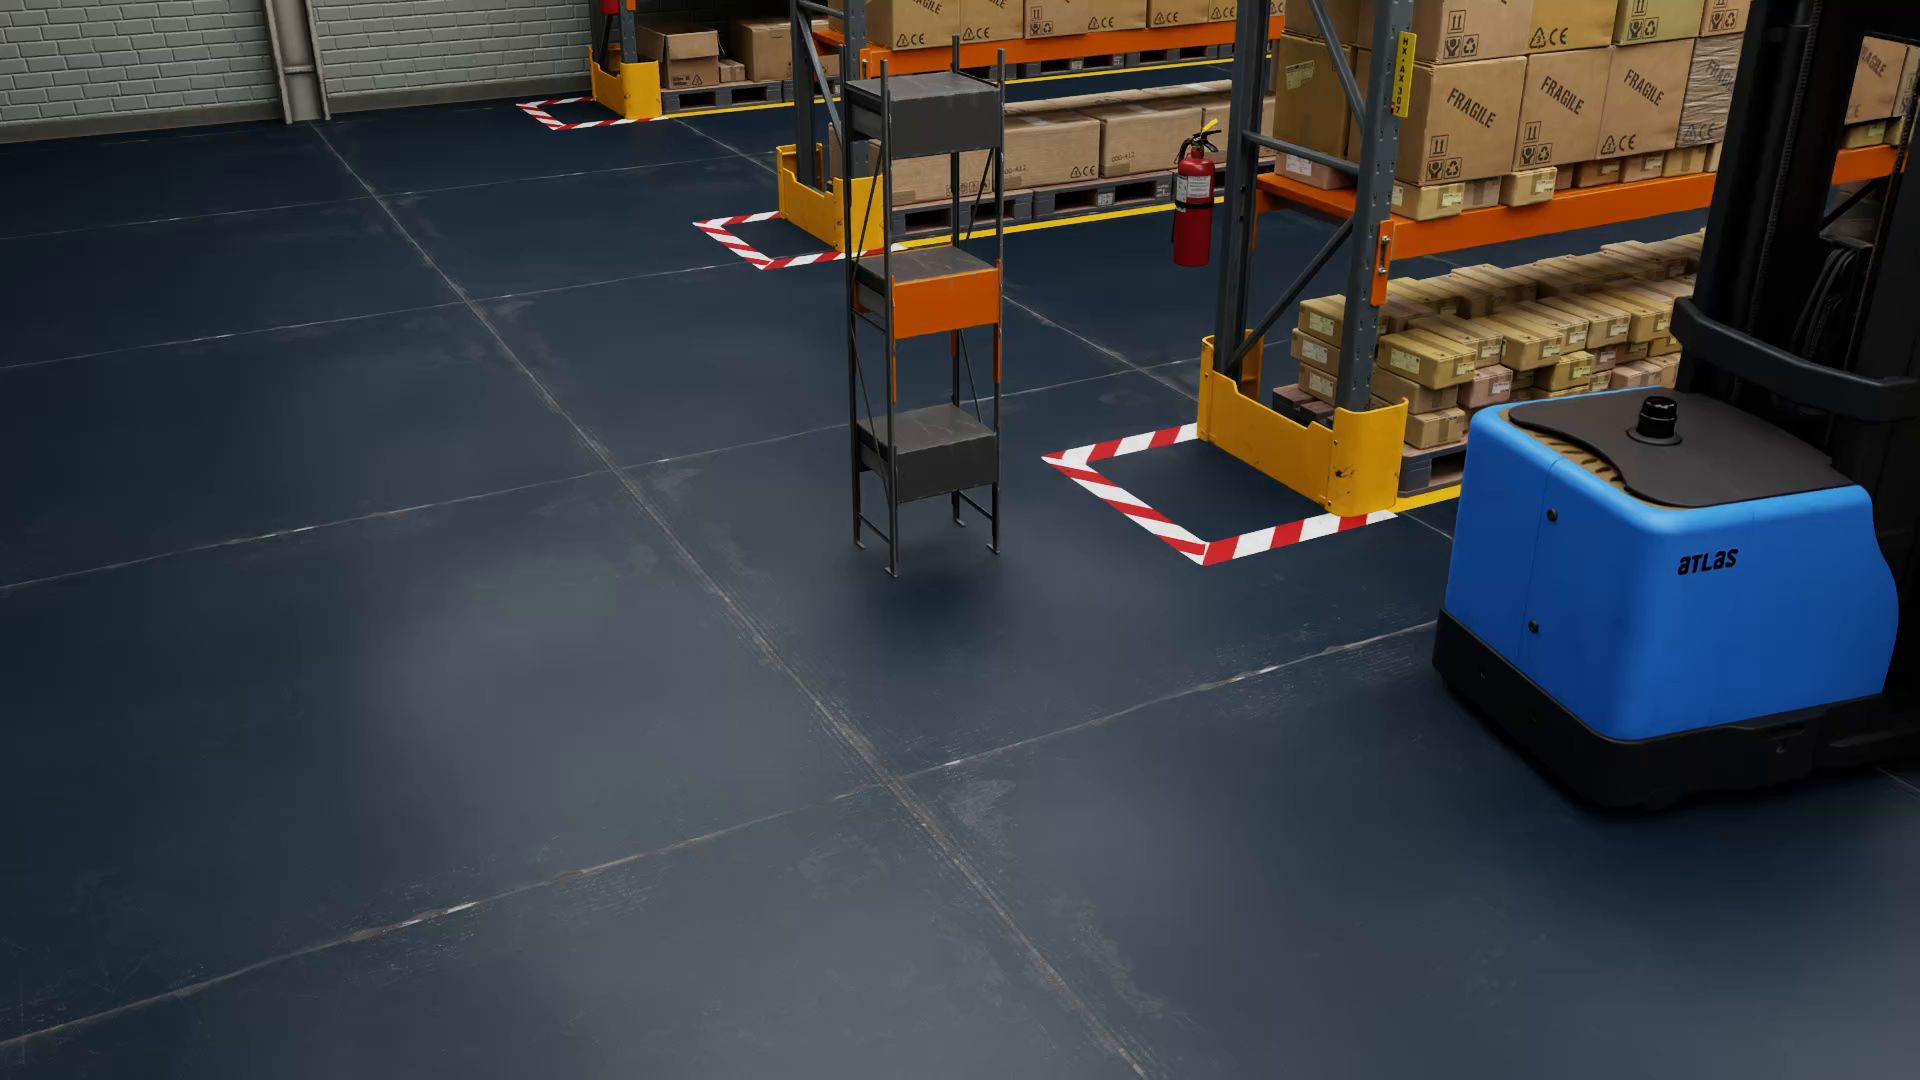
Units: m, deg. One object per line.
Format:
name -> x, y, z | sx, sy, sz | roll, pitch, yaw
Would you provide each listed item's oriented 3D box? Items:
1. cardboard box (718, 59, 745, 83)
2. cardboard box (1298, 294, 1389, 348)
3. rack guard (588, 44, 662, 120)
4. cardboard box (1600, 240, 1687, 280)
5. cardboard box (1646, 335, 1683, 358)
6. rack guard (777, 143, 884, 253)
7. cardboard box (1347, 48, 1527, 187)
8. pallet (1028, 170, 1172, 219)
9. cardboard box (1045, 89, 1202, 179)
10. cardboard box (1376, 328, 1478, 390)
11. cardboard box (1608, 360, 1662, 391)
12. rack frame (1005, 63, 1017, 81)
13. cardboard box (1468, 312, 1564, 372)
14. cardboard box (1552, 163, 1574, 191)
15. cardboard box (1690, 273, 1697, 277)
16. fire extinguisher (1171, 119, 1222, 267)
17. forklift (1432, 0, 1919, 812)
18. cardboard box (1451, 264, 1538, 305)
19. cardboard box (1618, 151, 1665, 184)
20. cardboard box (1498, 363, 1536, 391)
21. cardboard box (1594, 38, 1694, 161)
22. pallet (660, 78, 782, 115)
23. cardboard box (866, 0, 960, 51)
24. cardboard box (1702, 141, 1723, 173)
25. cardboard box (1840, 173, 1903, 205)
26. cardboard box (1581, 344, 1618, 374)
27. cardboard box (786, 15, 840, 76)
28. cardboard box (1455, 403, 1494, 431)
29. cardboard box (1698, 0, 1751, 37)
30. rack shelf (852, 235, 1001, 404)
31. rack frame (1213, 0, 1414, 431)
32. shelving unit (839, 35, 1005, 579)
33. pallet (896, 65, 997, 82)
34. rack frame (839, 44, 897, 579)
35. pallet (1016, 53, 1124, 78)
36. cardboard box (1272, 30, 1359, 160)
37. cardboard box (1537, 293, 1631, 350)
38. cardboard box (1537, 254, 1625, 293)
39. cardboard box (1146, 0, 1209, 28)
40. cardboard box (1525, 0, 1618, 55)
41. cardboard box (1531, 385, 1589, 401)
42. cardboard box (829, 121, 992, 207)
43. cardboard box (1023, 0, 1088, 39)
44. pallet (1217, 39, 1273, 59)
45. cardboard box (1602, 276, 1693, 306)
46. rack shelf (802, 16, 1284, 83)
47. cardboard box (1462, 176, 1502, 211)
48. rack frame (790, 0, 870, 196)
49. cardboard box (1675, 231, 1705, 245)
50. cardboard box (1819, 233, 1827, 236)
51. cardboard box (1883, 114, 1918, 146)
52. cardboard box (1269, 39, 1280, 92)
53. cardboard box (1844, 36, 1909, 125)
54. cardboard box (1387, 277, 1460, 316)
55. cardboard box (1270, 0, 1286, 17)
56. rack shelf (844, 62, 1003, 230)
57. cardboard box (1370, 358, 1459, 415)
cardboard box -> -2.258, -4.514, 15.994 | 0.250, 0.149, 0.380 | -14, 29, -27
cardboard box -> 1.869, -1.062, 8.117 | 0.250, 0.149, 0.380 | -13, 28, -25
rack guard -> -3.169, -4.338, 15.708 | 0.348, 0.500, 1.175 | -13, 29, -25
cardboard box -> 3.696, -1.495, 9.019 | 0.250, 0.149, 0.380 | -12, 28, -24
cardboard box -> 3.477, -1.073, 8.484 | 0.250, 0.149, 0.380 | -12, 28, -23
rack guard -> -0.918, -2.423, 11.719 | 0.348, 0.500, 1.175 | -13, 29, -25
cardboard box -> 2.048, -1.850, 7.178 | 0.500, 0.500, 0.500 | -12, 28, -23
pallet -> 0.847, -2.737, 12.707 | 1.213, 0.211, 1.003 | -13, 29, -25
cardboard box -> 1.238, -3.134, 12.787 | 0.875, 0.438, 0.875 | -14, 29, -27
cardboard box -> 2.144, -0.834, 7.643 | 0.250, 0.149, 0.380 | -14, 29, -27
cardboard box -> 3.261, -0.827, 8.316 | 0.250, 0.149, 0.380 | -15, 29, -28
rack frame -> 0.294, -6.264, 16.832 | 0.127, 3.000, 1.000 | -13, 29, -25
cardboard box -> 2.613, -0.939, 7.861 | 0.250, 0.149, 0.380 | -13, 29, -25
cardboard box -> 2.594, -1.720, 7.656 | 0.250, 0.149, 0.380 | -12, 28, -23
cardboard box -> 3.975, -1.266, 8.542 | 0.250, 0.149, 0.380 | -15, 29, -28
fire extinguisher -> 1.082, -1.607, 7.651 | 0.183, 0.674, 0.296 | -13, 29, -25
forklift -> 3.315, -0.806, 5.542 | 3.031, 2.935, 1.130 | -8, 27, -16
cardboard box -> 2.756, -1.297, 8.607 | 0.250, 0.149, 0.380 | -12, 28, -23
cardboard box -> 3.075, -1.805, 7.834 | 0.250, 0.149, 0.380 | -14, 29, -26
cardboard box -> 2.547, -0.850, 8.019 | 0.250, 0.149, 0.380 | -13, 28, -24
cardboard box -> 2.946, -2.064, 7.623 | 0.500, 0.500, 0.500 | -13, 28, -24
pallet -> -2.466, -4.371, 16.110 | 1.213, 0.211, 1.003 | -13, 29, -25
cardboard box -> -0.338, -3.588, 11.142 | 0.500, 0.500, 0.500 | -13, 29, -25
cardboard box -> 3.563, -1.893, 8.017 | 0.250, 0.149, 0.380 | -12, 28, -24
cardboard box -> 5.589, -2.148, 9.795 | 0.500, 0.250, 0.500 | -14, 29, -26
cardboard box -> 3.014, -0.951, 8.230 | 0.250, 0.149, 0.380 | -14, 29, -28
cardboard box -> -1.366, -4.829, 16.246 | 0.500, 0.500, 0.500 | -12, 28, -24
cardboard box -> 2.327, -0.658, 7.964 | 0.250, 0.149, 0.380 | -13, 29, -25
cardboard box -> 3.402, -2.613, 7.611 | 0.500, 0.500, 0.500 | -14, 29, -27
rack shelf -> -0.146, -0.901, 6.731 | 0.480, 0.518, 0.431 | -13, 29, -25
rack frame -> 1.522, -1.685, 7.294 | 0.127, 3.000, 1.000 | -13, 29, -25
shelving unit -> -0.146, -0.913, 6.725 | 0.503, 2.100, 0.431 | -13, 29, -25
pallet -> -0.313, -4.868, 17.145 | 1.213, 0.211, 1.003 | -13, 29, -25
rack frame -> -0.361, -0.863, 6.622 | 0.015, 2.100, 0.400 | -13, 29, -25
pallet -> 0.993, -5.187, 17.810 | 1.213, 0.211, 1.003 | -13, 29, -25
cardboard box -> 1.797, -2.054, 7.603 | 0.500, 0.500, 0.500 | -12, 28, -24
cardboard box -> 3.042, -1.074, 8.142 | 0.250, 0.149, 0.380 | -12, 28, -23
cardboard box -> 3.259, -1.372, 8.764 | 0.250, 0.149, 0.380 | -13, 28, -25
cardboard box -> 1.455, -4.008, 12.016 | 0.500, 0.500, 0.500 | -13, 29, -26
cardboard box -> 2.485, -2.410, 7.190 | 0.500, 0.500, 0.500 | -12, 28, -24
cardboard box -> 2.820, -0.721, 8.096 | 0.250, 0.149, 0.380 | -13, 28, -24
cardboard box -> -0.362, -2.762, 12.011 | 0.875, 0.438, 0.875 | -14, 29, -27
cardboard box -> 0.552, -3.798, 11.580 | 0.500, 0.500, 0.500 | -13, 29, -25
pallet -> 3.146, -5.684, 18.845 | 1.213, 0.211, 1.003 | -13, 29, -25
cardboard box -> 3.472, -1.198, 8.400 | 0.250, 0.149, 0.380 | -13, 29, -25
rack shelf -> 0.868, -3.638, 12.192 | 4.000, 0.370, 1.077 | -13, 29, -25
cardboard box -> 2.167, -1.580, 7.366 | 0.250, 0.149, 0.380 | -12, 28, -23
rack frame -> -0.897, -3.555, 11.188 | 0.127, 3.000, 1.000 | -13, 29, -25
cardboard box -> 4.179, -1.577, 9.190 | 0.250, 0.149, 0.380 | -13, 29, -26
cardboard box -> 4.650, -1.681, 9.406 | 0.250, 0.149, 0.380 | -12, 28, -23
cardboard box -> 4.733, -2.145, 8.542 | 0.250, 0.149, 0.380 | -14, 29, -26
cardboard box -> 3.142, -3.758, 13.581 | 0.875, 0.875, 0.875 | -12, 28, -24
cardboard box -> 4.298, -2.367, 8.255 | 0.500, 0.500, 0.500 | -14, 29, -26
cardboard box -> 2.287, -1.192, 8.389 | 0.250, 0.149, 0.380 | -14, 29, -26
cardboard box -> 2.344, -4.222, 12.463 | 0.500, 0.500, 0.500 | -13, 28, -25
rack shelf -> -0.146, -1.532, 6.428 | 0.480, 0.518, 0.431 | -13, 29, -25
cardboard box -> 2.105, -0.732, 7.773 | 0.250, 0.149, 0.380 | -12, 28, -23
